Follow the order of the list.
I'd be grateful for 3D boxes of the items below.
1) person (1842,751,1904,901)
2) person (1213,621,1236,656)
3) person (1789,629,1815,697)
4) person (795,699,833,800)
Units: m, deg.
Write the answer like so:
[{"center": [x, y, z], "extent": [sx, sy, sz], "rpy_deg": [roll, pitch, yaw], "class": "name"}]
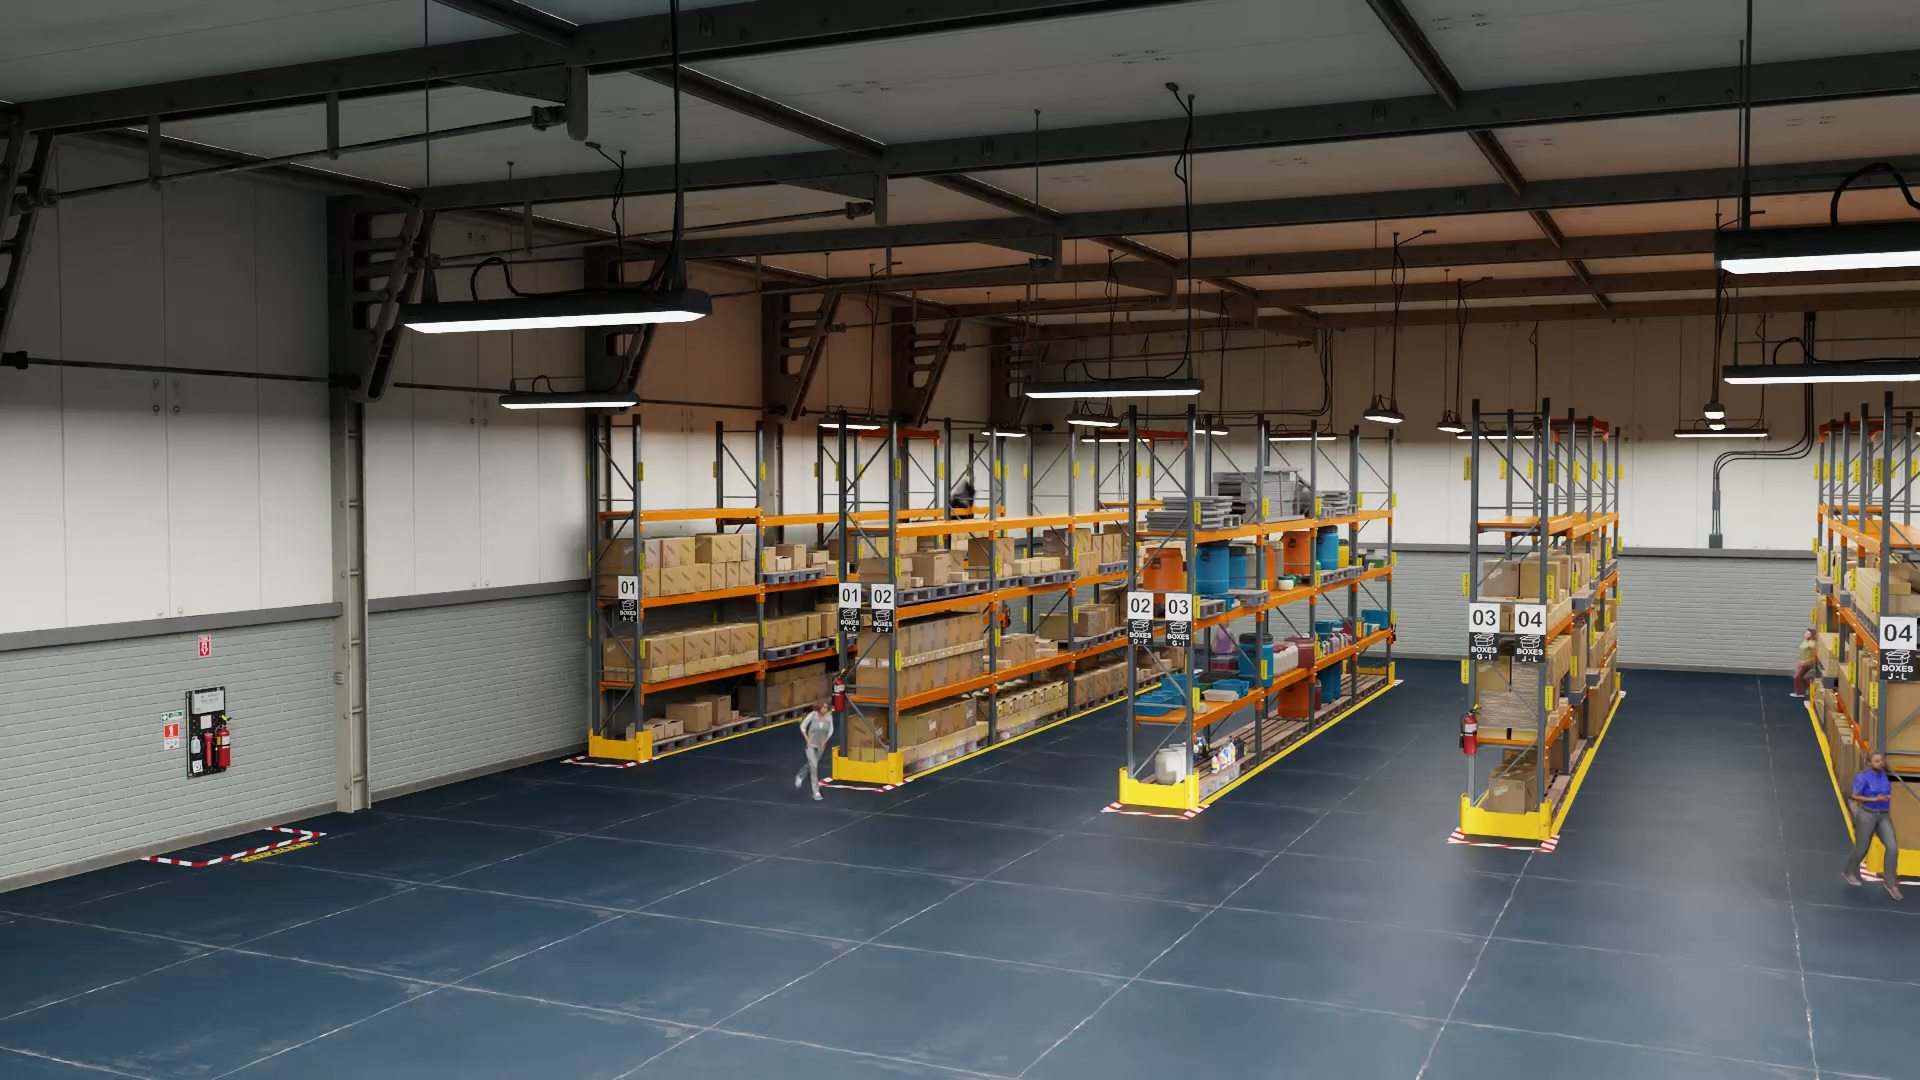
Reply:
[{"center": [10.818, 3.358, 19.725], "extent": [0.579, 1.715, 0.746], "rpy_deg": [0, 2, -8], "class": "person"}, {"center": [6.172, 2.640, 38.838], "extent": [0.530, 1.570, 0.684], "rpy_deg": [1, 2, 13], "class": "person"}, {"center": [18.676, 2.710, 36.584], "extent": [0.563, 1.564, 0.758], "rpy_deg": [0, 2, 2], "class": "person"}, {"center": [-2.261, 3.194, 25.722], "extent": [0.517, 1.543, 0.853], "rpy_deg": [-1, 3, -27], "class": "person"}]
